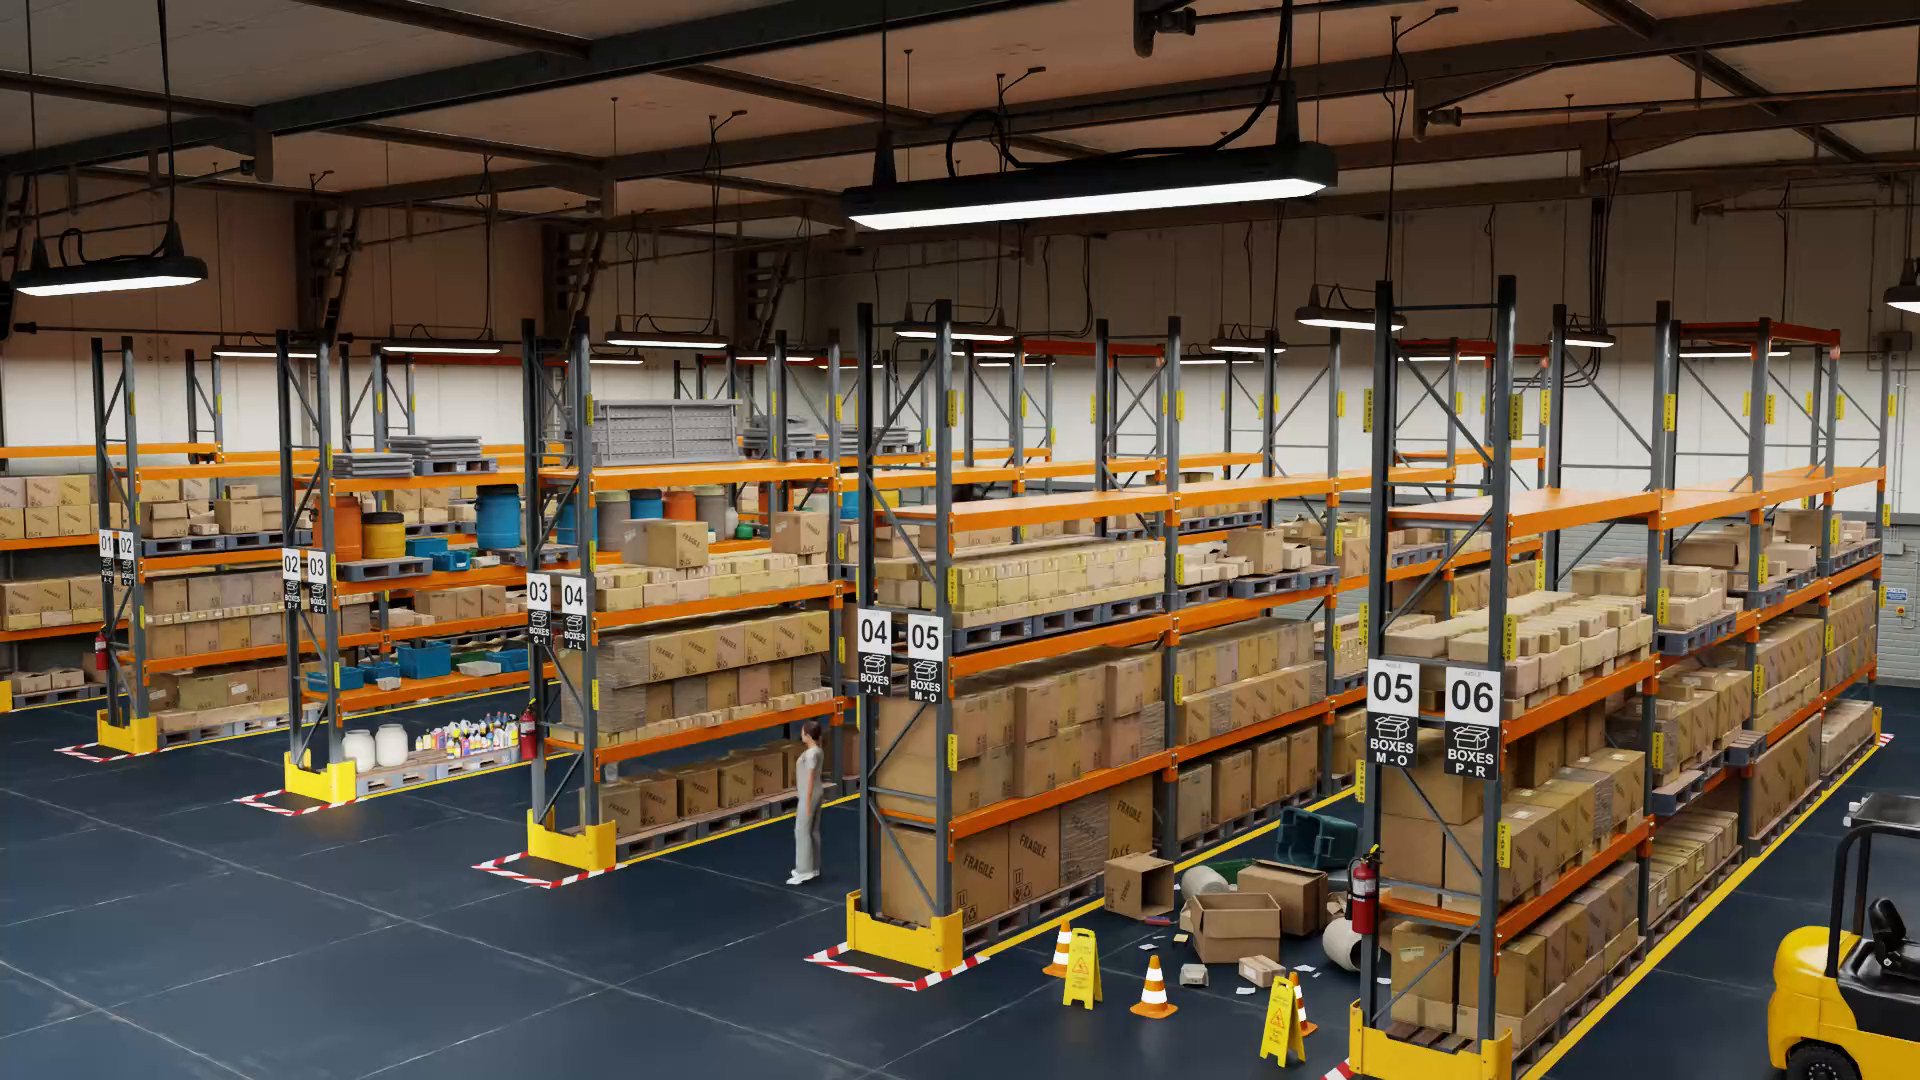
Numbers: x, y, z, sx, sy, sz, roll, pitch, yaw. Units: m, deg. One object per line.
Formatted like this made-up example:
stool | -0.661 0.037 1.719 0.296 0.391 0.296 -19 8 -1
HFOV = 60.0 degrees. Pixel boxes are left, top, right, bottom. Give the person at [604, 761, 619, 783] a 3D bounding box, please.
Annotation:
person | -4.445 2.483 20.589 0.465 1.798 0.598 5 7 44

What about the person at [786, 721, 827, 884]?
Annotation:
person | -1.626 2.797 17.798 0.392 1.707 0.533 1 5 7
